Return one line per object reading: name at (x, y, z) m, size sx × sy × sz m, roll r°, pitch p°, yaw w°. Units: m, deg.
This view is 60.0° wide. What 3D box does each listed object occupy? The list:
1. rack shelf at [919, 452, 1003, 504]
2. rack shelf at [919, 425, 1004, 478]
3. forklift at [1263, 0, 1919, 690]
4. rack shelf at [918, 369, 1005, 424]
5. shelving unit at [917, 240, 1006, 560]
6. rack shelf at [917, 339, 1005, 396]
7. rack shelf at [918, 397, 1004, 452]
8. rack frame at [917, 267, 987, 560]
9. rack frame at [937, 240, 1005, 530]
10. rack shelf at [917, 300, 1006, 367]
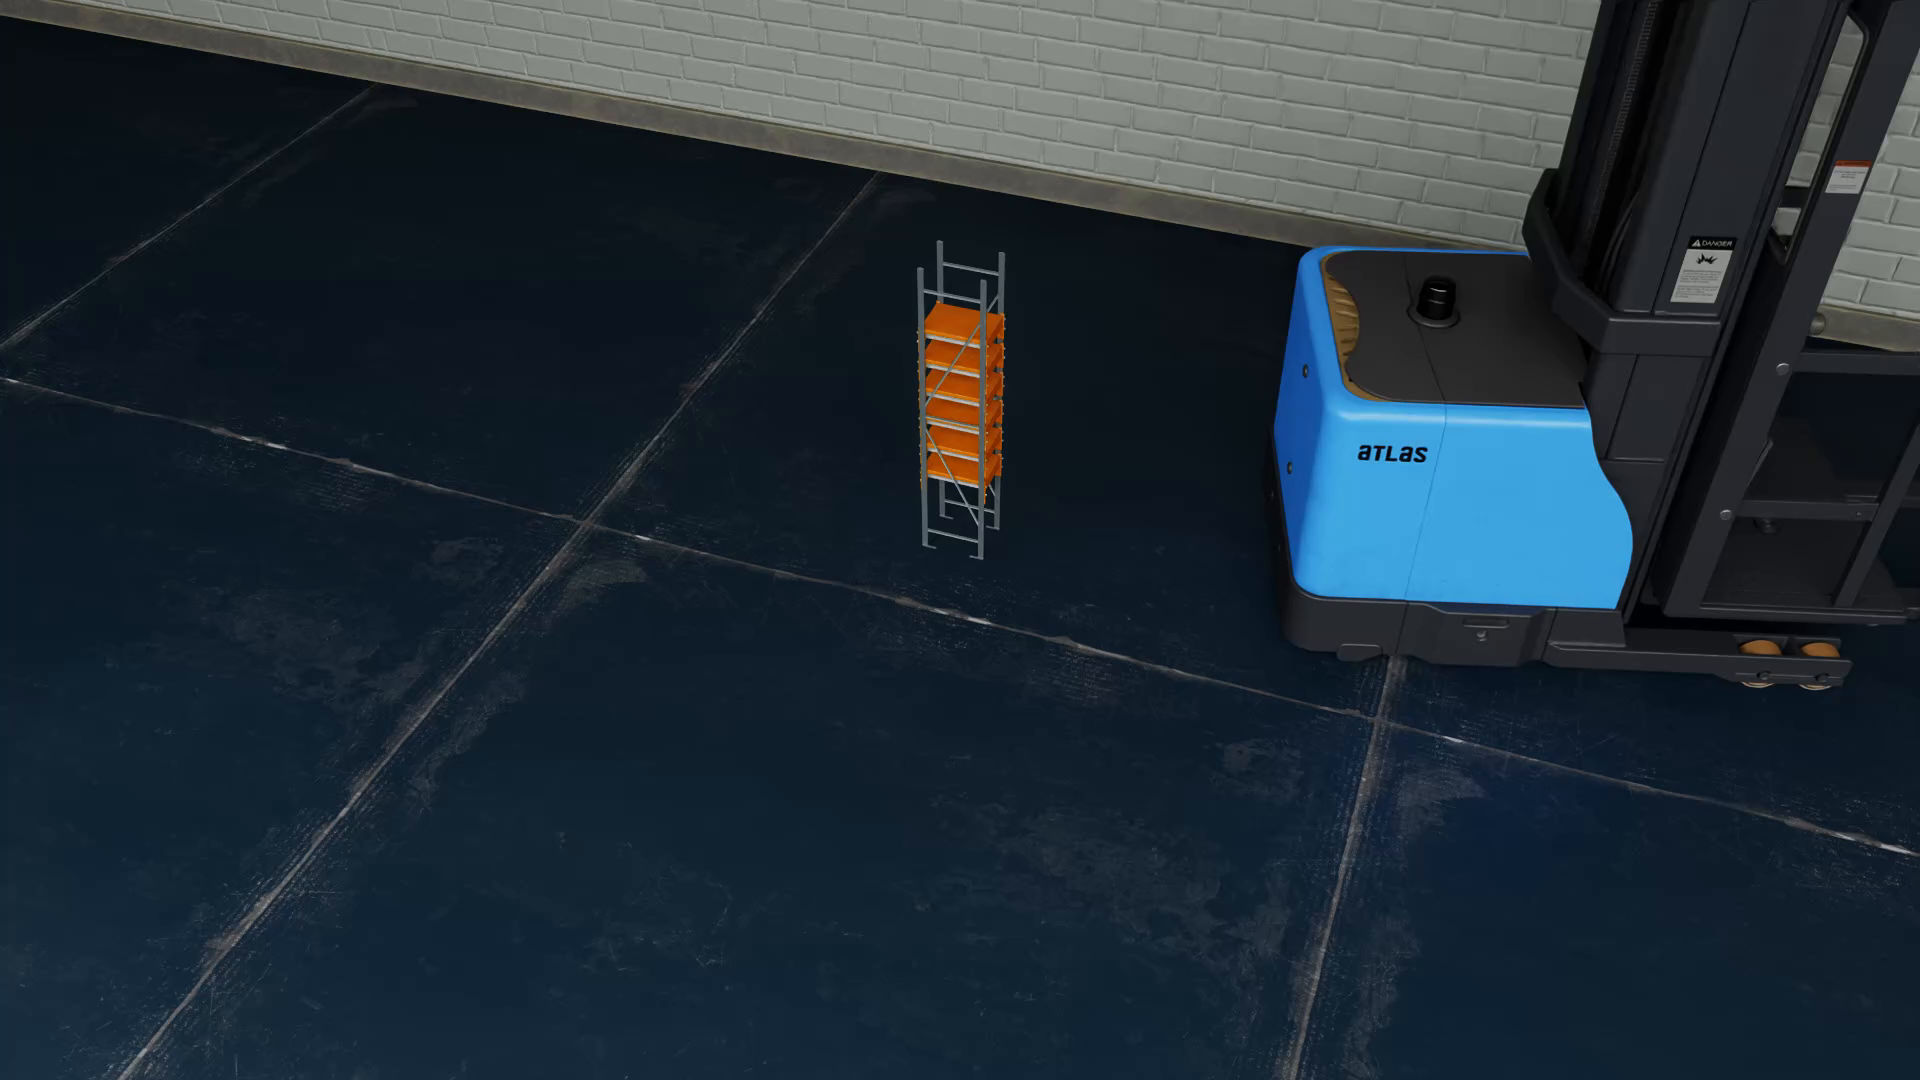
rack shelf at (0.005, -0.249, 6.056) m, size 0.258 × 0.103 × 0.180 m, roll 13°, pitch 42°, yaw 15°
rack shelf at (0.005, -0.340, 5.978) m, size 0.258 × 0.103 × 0.180 m, roll 13°, pitch 42°, yaw 15°
forklift at (2.654, -0.963, 5.121) m, size 3.031 × 2.935 × 1.130 m, roll 2°, pitch 41°, yaw 3°
rack shelf at (0.005, -0.523, 5.822) m, size 0.258 × 0.103 × 0.180 m, roll 13°, pitch 42°, yaw 15°
shelving unit at (0.005, -0.465, 5.871) m, size 0.258 × 1.200 × 0.189 m, roll 13°, pitch 42°, yaw 15°
rack shelf at (0.005, -0.614, 5.744) m, size 0.258 × 0.103 × 0.180 m, roll 13°, pitch 42°, yaw 15°
rack shelf at (0.005, -0.431, 5.900) m, size 0.258 × 0.103 × 0.180 m, roll 13°, pitch 42°, yaw 15°
rack frame at (-0.026, -0.409, 5.806) m, size 0.240 × 1.200 × 0.006 m, roll 13°, pitch 42°, yaw 15°
rack frame at (0.036, -0.521, 5.936) m, size 0.240 × 1.200 × 0.006 m, roll 13°, pitch 42°, yaw 15°
rack shelf at (0.005, -0.705, 5.666) m, size 0.258 × 0.103 × 0.180 m, roll 13°, pitch 42°, yaw 15°
